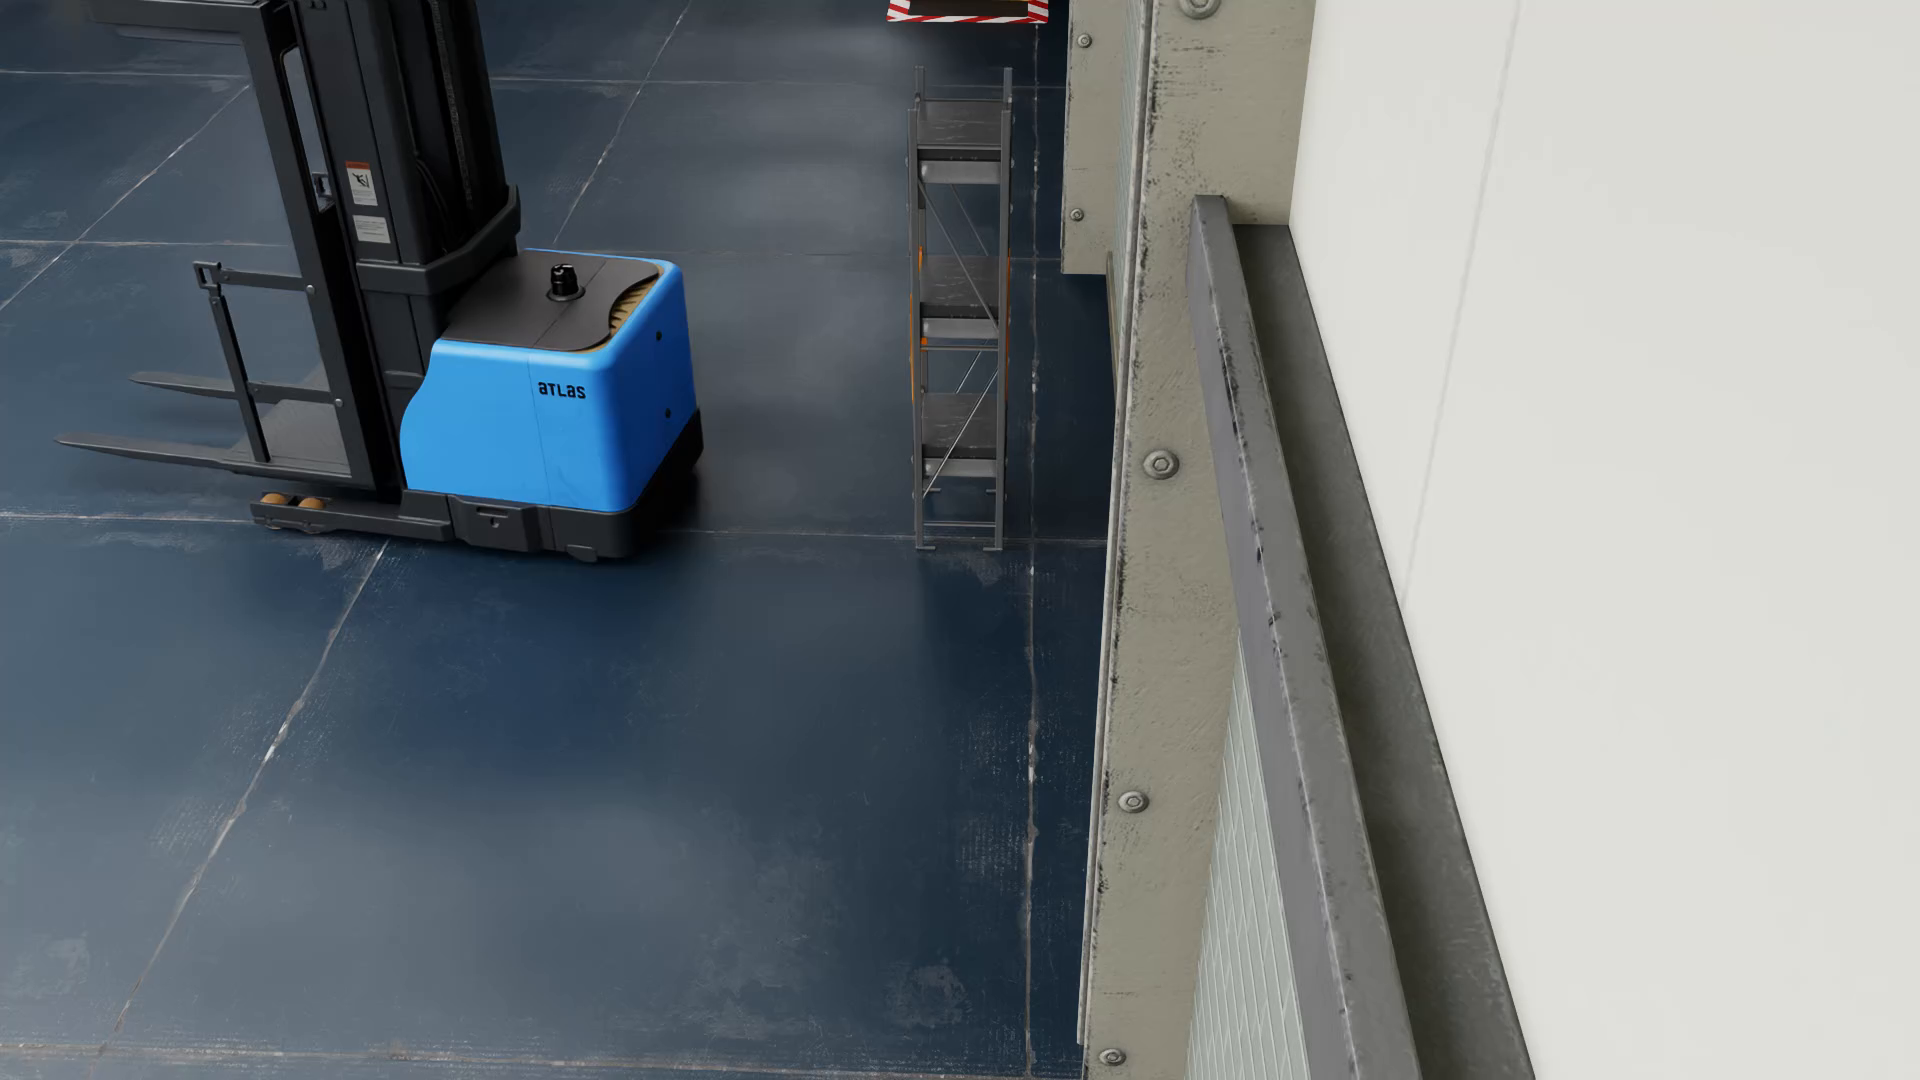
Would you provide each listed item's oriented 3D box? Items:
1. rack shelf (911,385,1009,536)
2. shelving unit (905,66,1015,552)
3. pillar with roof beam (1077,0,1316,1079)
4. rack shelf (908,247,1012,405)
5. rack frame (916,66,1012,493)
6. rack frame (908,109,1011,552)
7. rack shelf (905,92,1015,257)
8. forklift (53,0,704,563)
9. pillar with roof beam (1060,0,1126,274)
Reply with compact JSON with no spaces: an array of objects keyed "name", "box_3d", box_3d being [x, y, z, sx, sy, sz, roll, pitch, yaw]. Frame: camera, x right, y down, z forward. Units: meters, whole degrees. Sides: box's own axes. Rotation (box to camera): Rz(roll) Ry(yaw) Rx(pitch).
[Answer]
[{"name":"rack shelf","box_3d":[0.007,-0.370,7.692,0.431,0.518,0.480,1,35,2]},{"name":"shelving unit","box_3d":[0.007,-0.954,7.282,0.431,2.100,0.503,1,35,2]},{"name":"pillar with roof beam","box_3d":[-3.771,-2.054,2.847,9.100,9.000,0.400,1,35,2]},{"name":"rack shelf","box_3d":[0.007,-0.943,7.289,0.431,0.518,0.480,1,35,2]},{"name":"rack frame","box_3d":[0.016,-1.094,7.481,0.400,2.100,0.015,1,35,2]},{"name":"rack frame","box_3d":[-0.003,-0.814,7.082,0.400,2.100,0.015,1,35,2]},{"name":"rack shelf","box_3d":[0.007,-1.516,6.887,0.431,0.518,0.480,1,35,2]},{"name":"forklift","box_3d":[-2.844,-1.517,7.359,3.031,2.935,1.130,7,36,9]},{"name":"pillar with roof beam","box_3d":[-3.530,-5.502,7.752,9.100,9.000,0.400,1,35,2]}]
